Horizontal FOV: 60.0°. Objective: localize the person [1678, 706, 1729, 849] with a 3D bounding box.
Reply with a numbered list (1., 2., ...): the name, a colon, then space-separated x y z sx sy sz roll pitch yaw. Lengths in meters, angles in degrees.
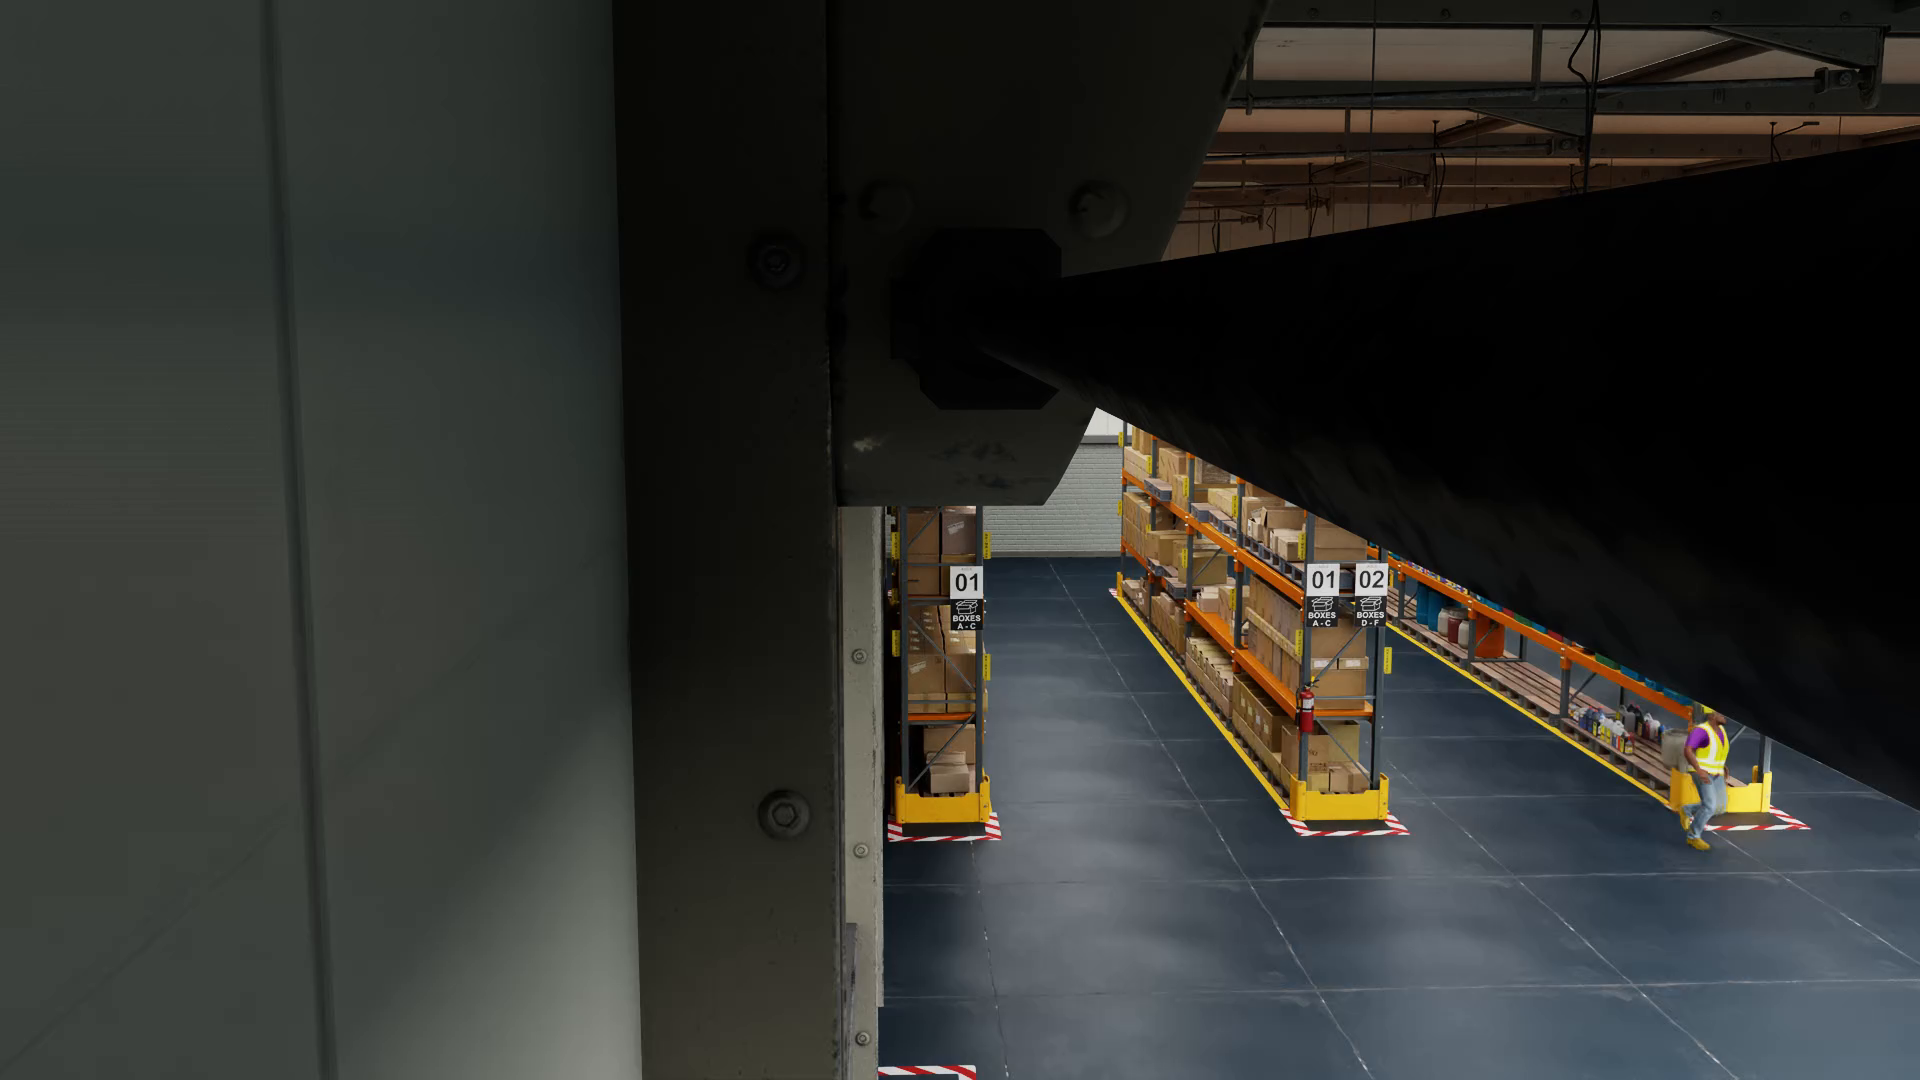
1. person: 8.821 2.744 19.683 0.748 1.699 0.555 -5 10 -34
